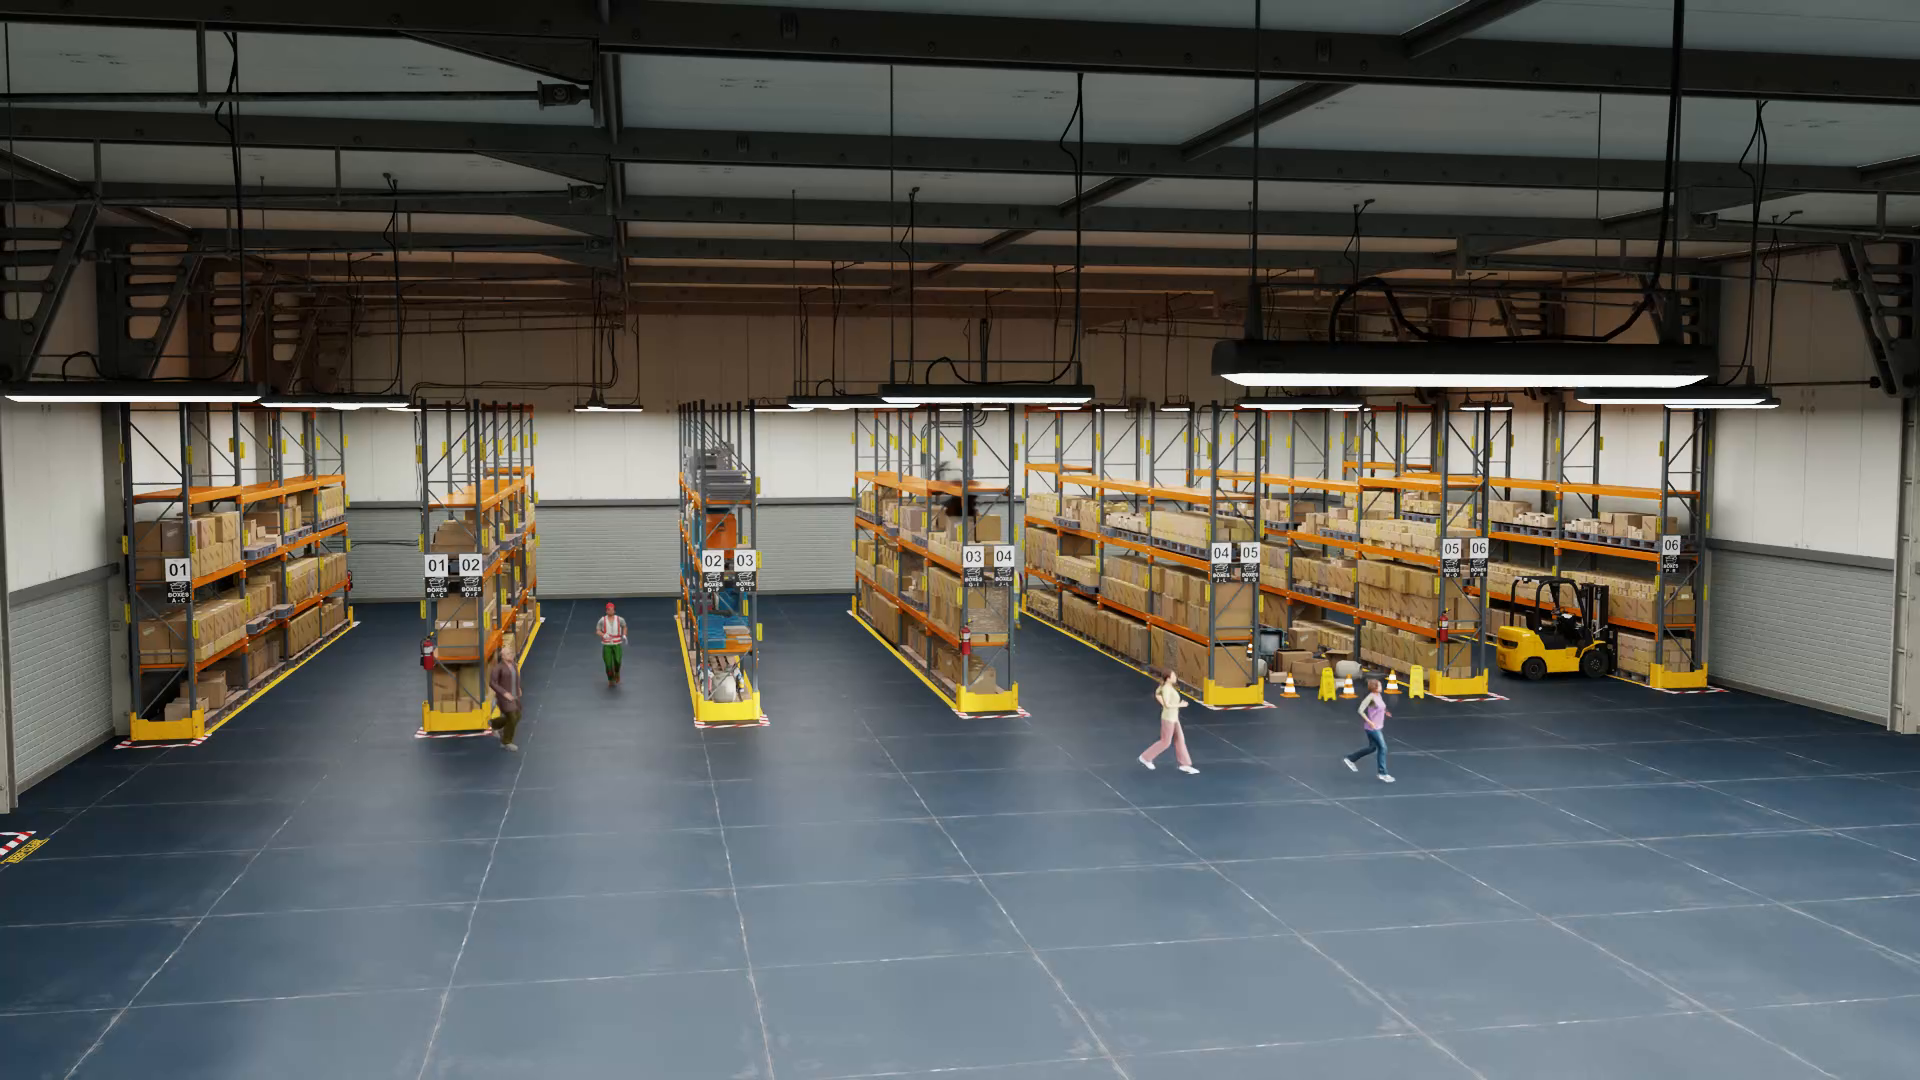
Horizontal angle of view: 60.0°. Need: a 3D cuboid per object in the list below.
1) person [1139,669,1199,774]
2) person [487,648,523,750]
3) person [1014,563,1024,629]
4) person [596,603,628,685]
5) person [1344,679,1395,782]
[{"bbox_3d":[3.315,2.873,26.380,0.950,1.674,0.574,1,4,12],"label":"person"},{"bbox_3d":[-7.830,2.711,28.532,0.707,1.761,0.732,2,5,23],"label":"person"},{"bbox_3d":[1.392,1.444,44.619,0.702,1.769,0.950,-1,4,-11],"label":"person"},{"bbox_3d":[-7.316,2.199,34.975,0.644,1.745,0.609,-1,4,-14],"label":"person"},{"bbox_3d":[6.438,2.963,26.070,0.802,1.604,0.528,2,5,24],"label":"person"}]
